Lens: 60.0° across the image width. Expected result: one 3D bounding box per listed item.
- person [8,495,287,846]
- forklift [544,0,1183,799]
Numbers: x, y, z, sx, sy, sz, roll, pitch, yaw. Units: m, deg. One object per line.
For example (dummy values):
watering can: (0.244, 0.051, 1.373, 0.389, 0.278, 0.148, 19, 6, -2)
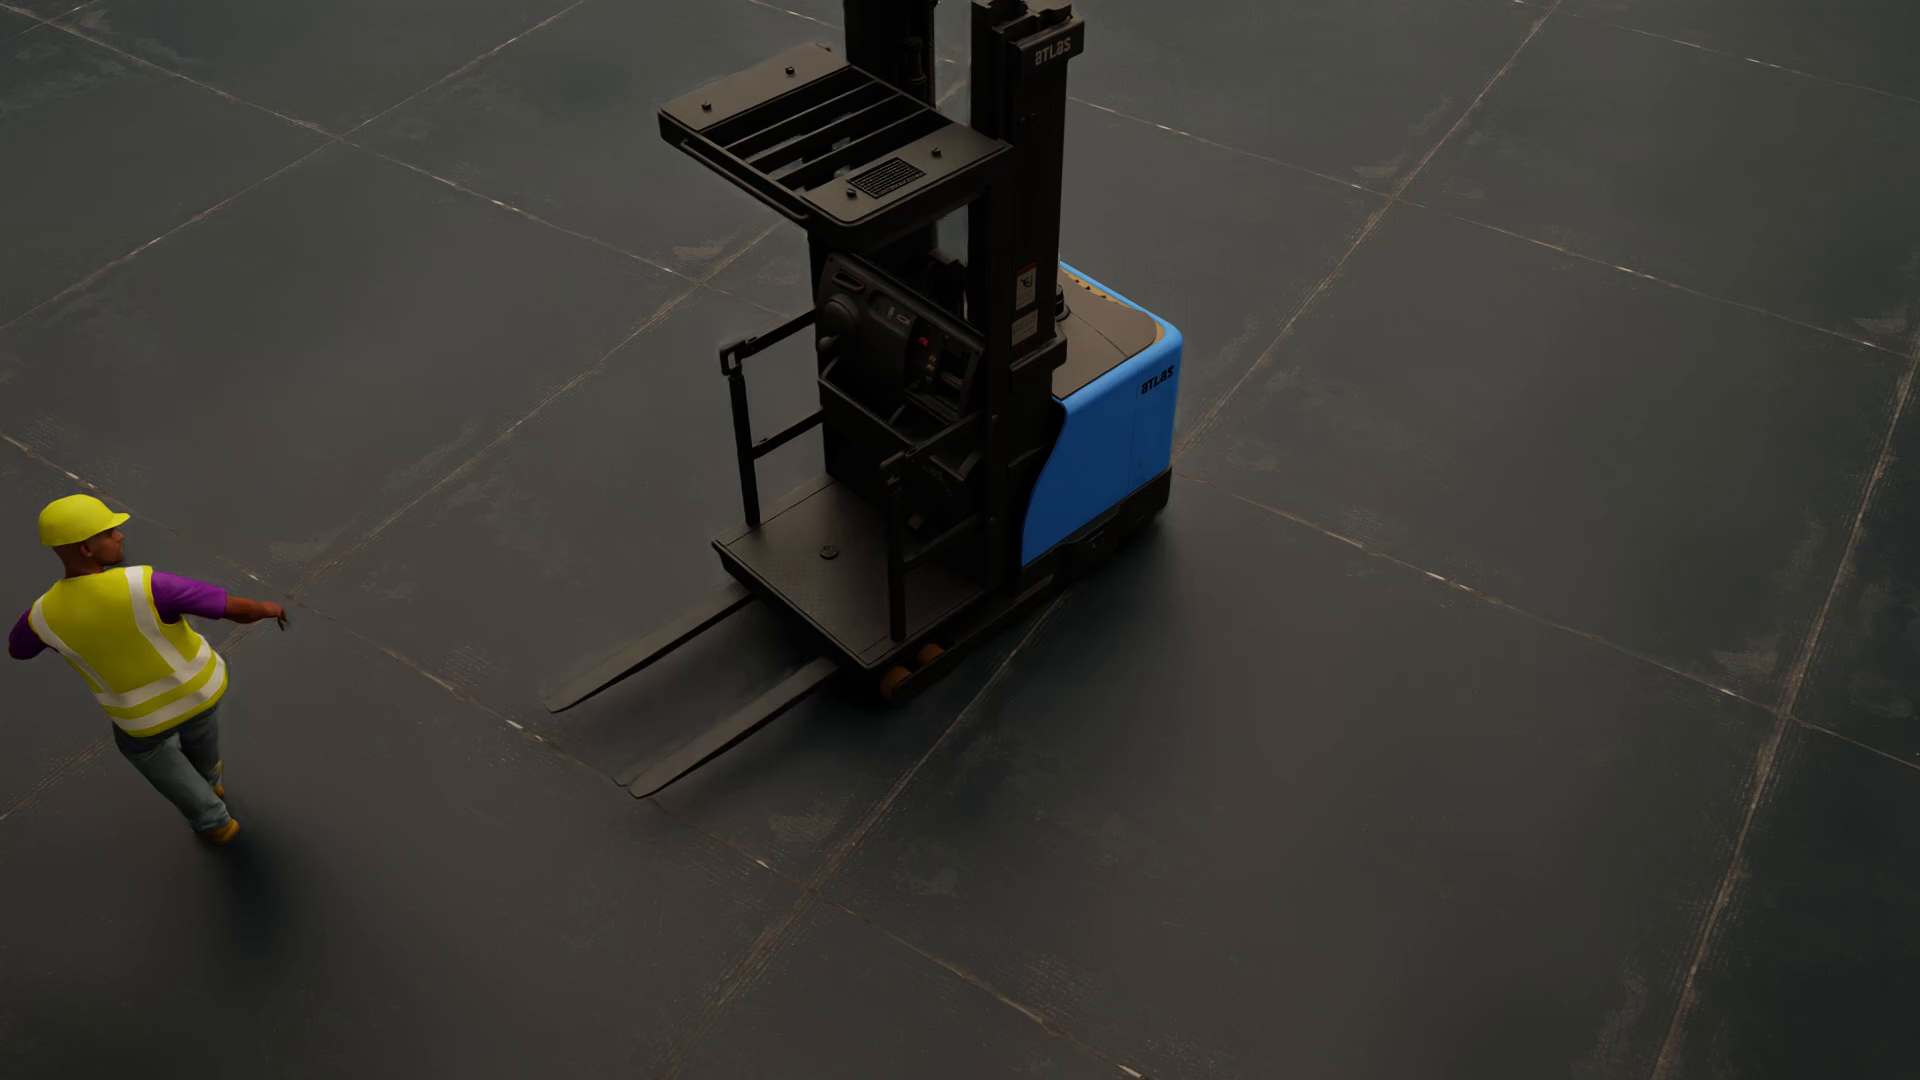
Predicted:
person: (-3.044, 0.427, 6.337, 0.918, 1.632, 0.833, -23, 48, -22)
forklift: (-0.407, -0.759, 6.649, 3.031, 2.935, 1.130, -33, 53, -30)
